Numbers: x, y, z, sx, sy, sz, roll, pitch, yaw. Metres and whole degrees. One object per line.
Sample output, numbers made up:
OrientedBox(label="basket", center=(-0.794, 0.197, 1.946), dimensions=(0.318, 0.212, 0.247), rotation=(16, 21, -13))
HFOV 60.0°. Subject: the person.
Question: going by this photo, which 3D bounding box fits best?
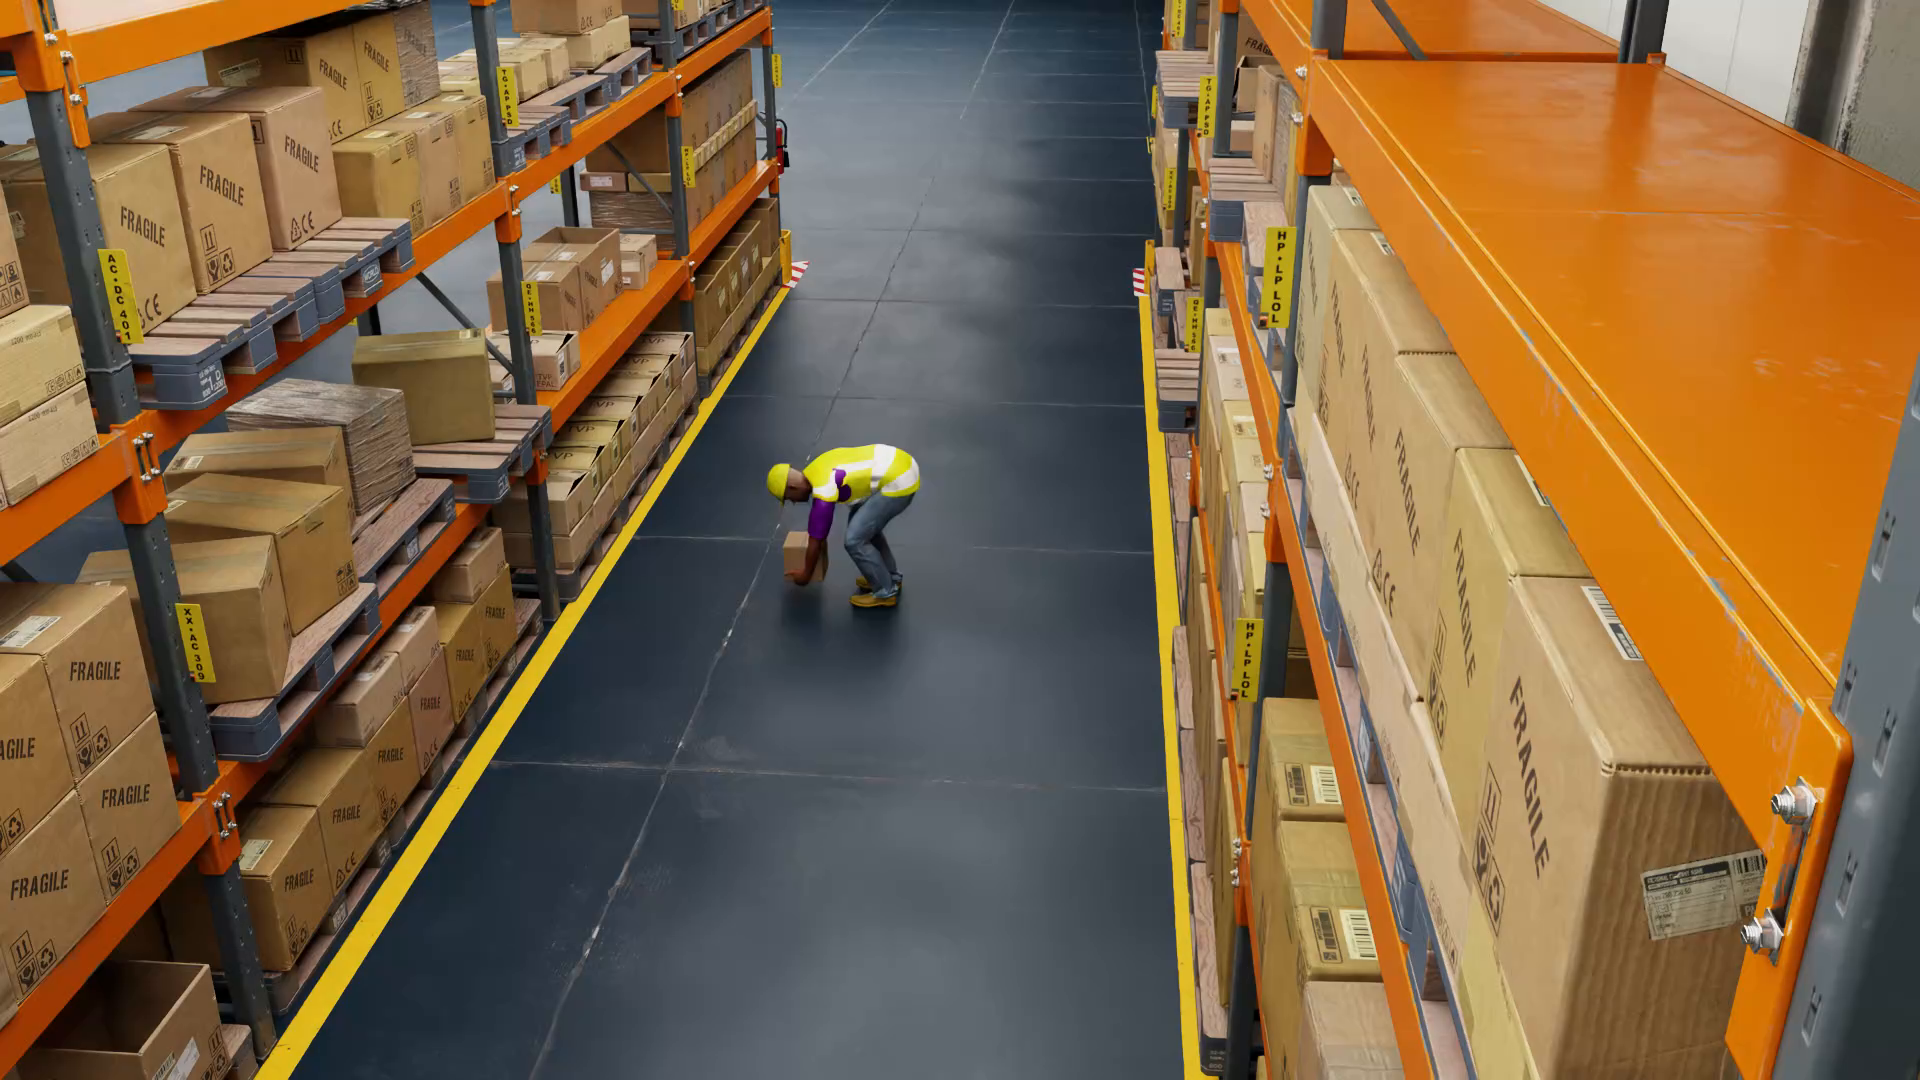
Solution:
OrientedBox(label="person", center=(-0.740, -0.106, 10.695), dimensions=(0.979, 1.030, 0.493), rotation=(1, 24, 2))
